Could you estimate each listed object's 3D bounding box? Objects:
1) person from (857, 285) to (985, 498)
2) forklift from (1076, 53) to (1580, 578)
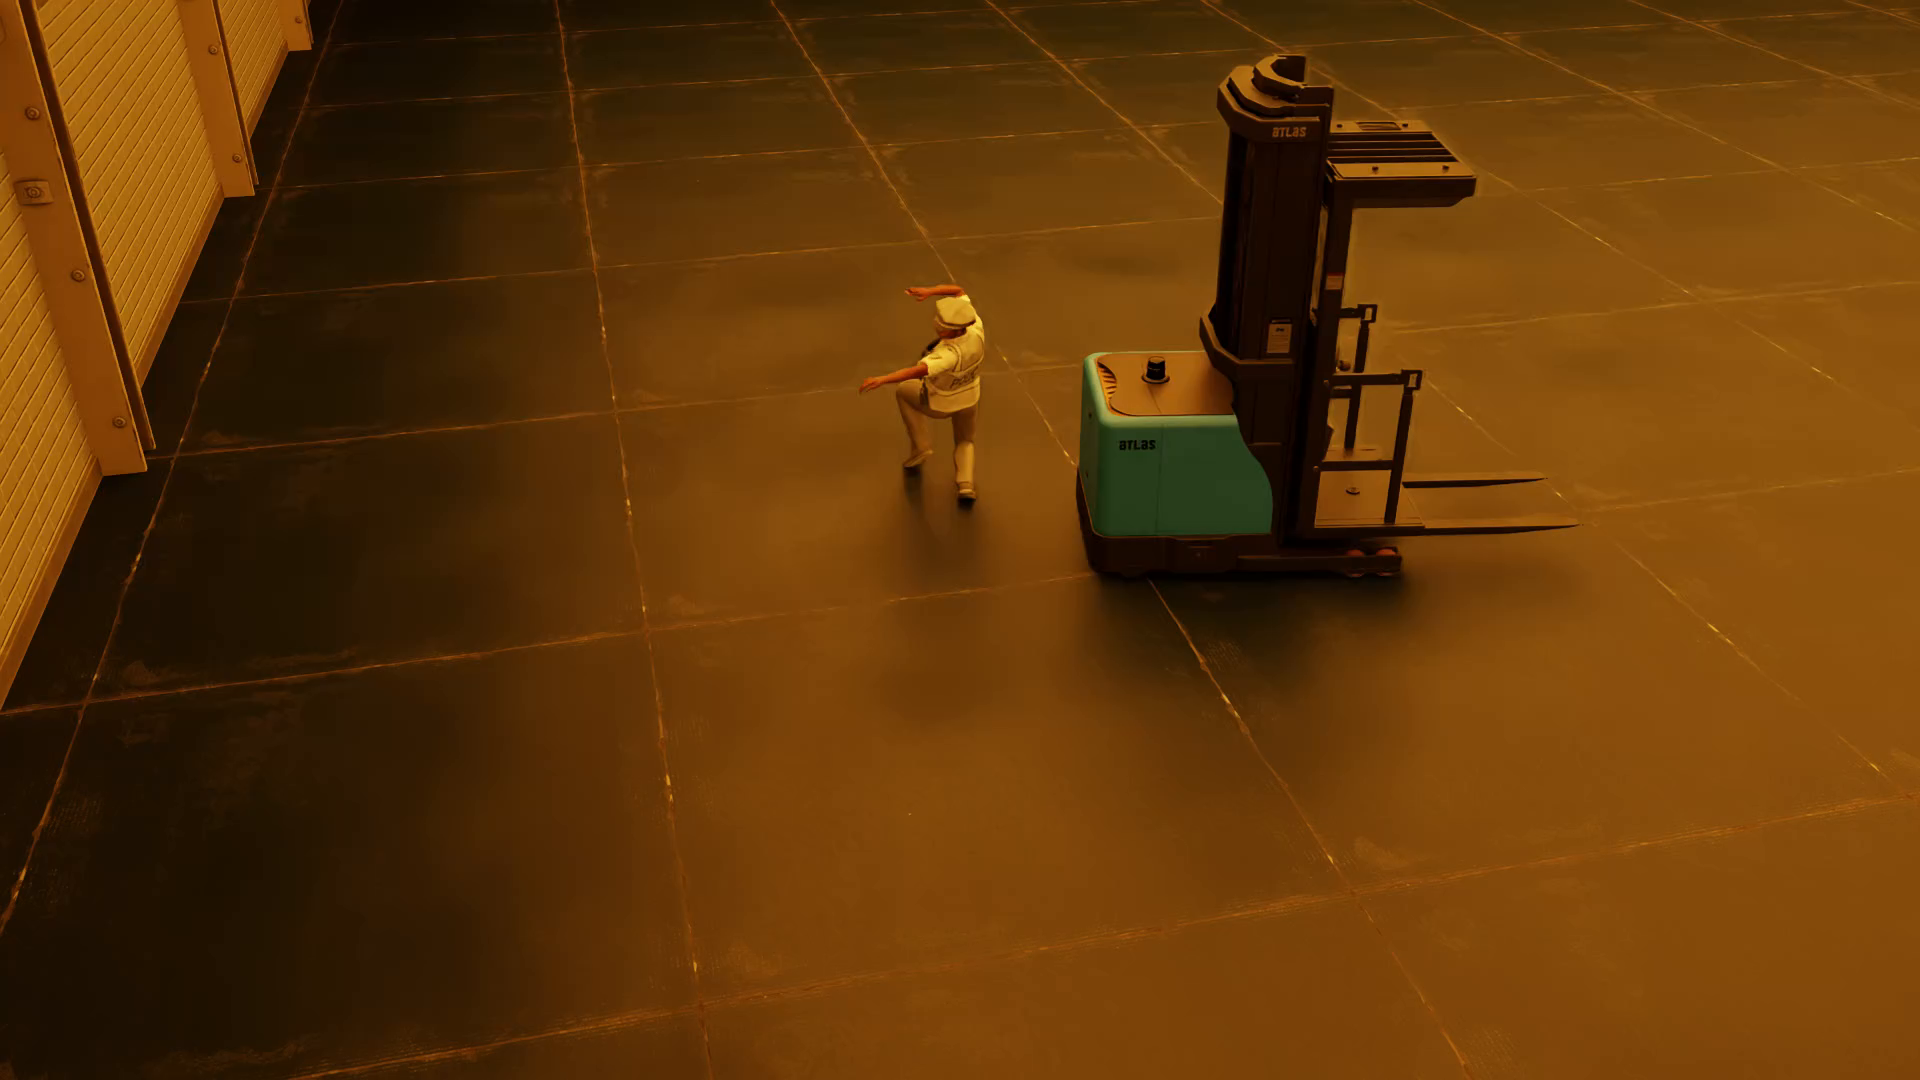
[{"bbox_3d":[-0.341,-0.921,10.711,1.002,1.433,0.841,-16,34,-25],"label":"person"},{"bbox_3d":[2.287,-1.305,9.829,3.031,2.935,1.130,-1,30,-2],"label":"forklift"}]
